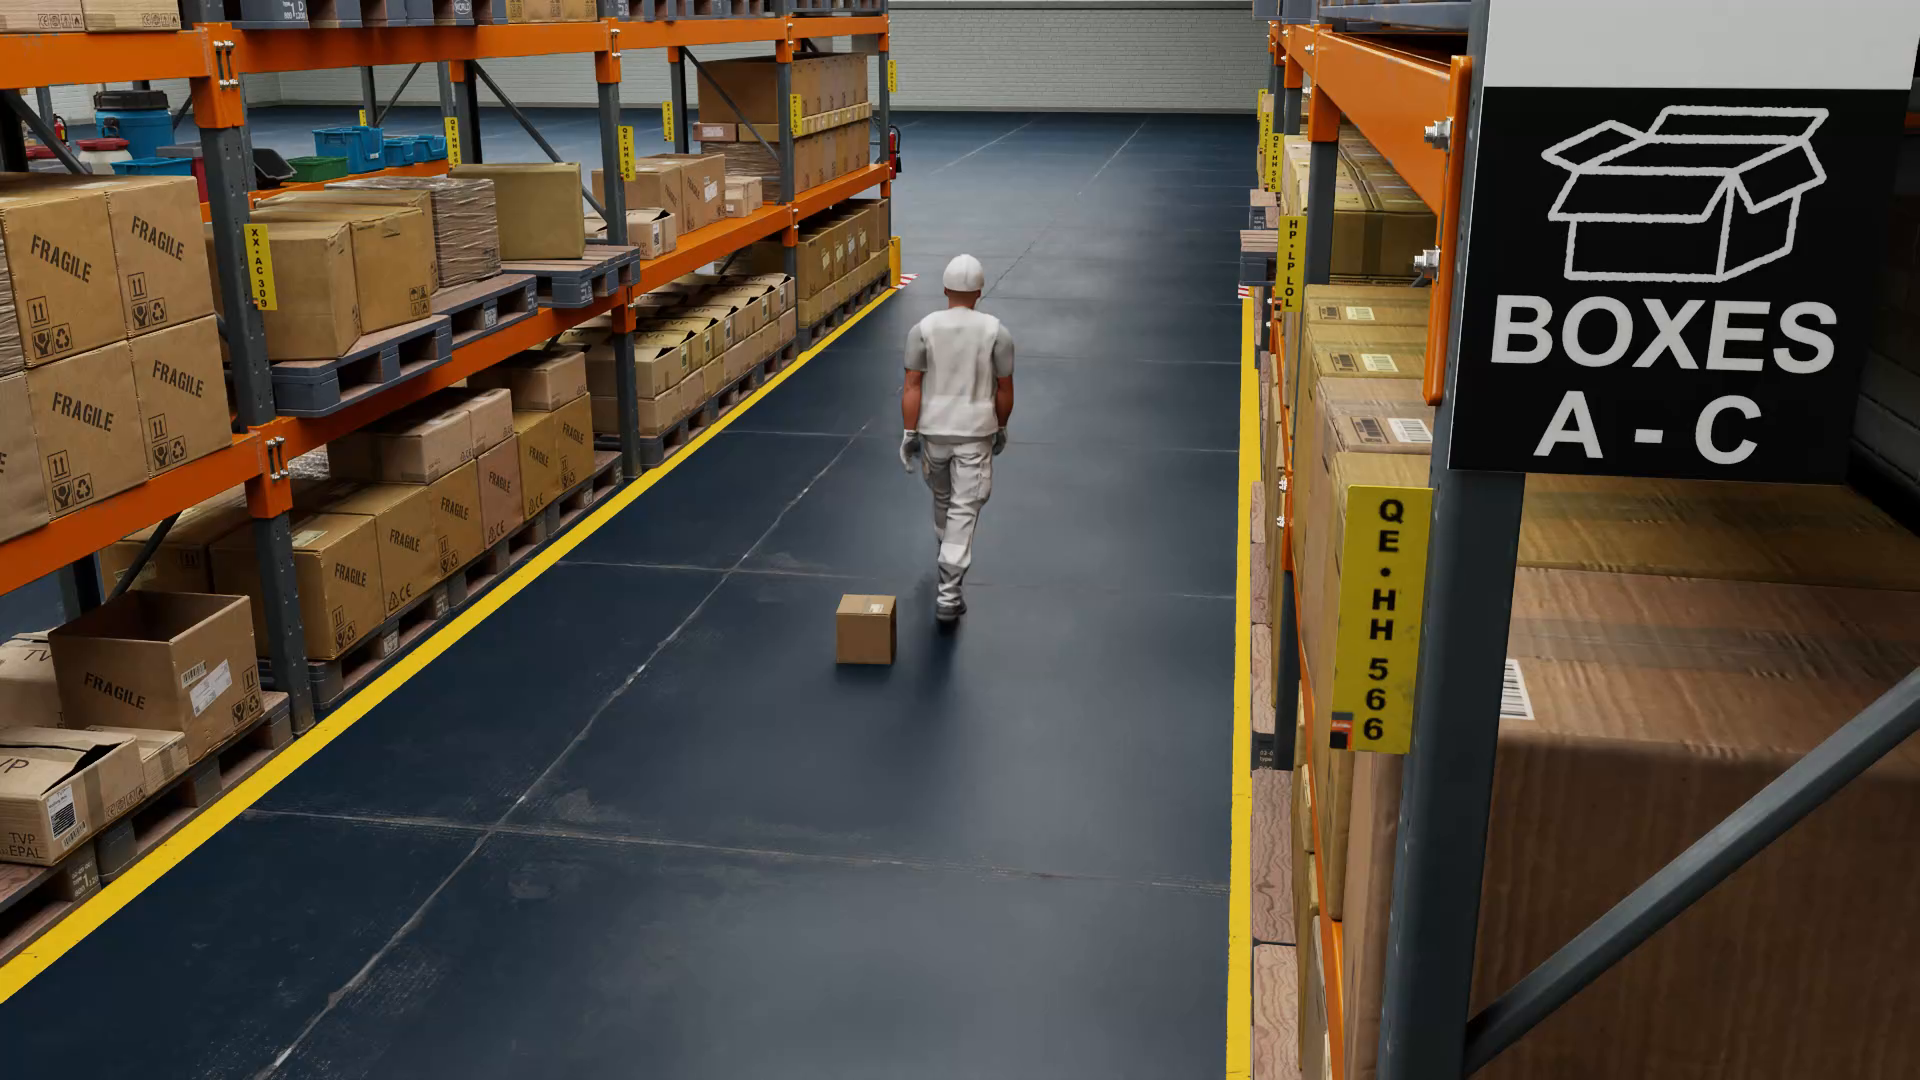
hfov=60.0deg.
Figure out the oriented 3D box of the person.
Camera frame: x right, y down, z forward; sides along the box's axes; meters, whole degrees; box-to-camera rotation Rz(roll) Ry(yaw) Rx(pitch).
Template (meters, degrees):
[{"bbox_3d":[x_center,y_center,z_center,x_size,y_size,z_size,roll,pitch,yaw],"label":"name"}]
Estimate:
[{"bbox_3d":[0.011,-0.553,8.243,0.528,1.722,1.079,4,18,12],"label":"person"}]
